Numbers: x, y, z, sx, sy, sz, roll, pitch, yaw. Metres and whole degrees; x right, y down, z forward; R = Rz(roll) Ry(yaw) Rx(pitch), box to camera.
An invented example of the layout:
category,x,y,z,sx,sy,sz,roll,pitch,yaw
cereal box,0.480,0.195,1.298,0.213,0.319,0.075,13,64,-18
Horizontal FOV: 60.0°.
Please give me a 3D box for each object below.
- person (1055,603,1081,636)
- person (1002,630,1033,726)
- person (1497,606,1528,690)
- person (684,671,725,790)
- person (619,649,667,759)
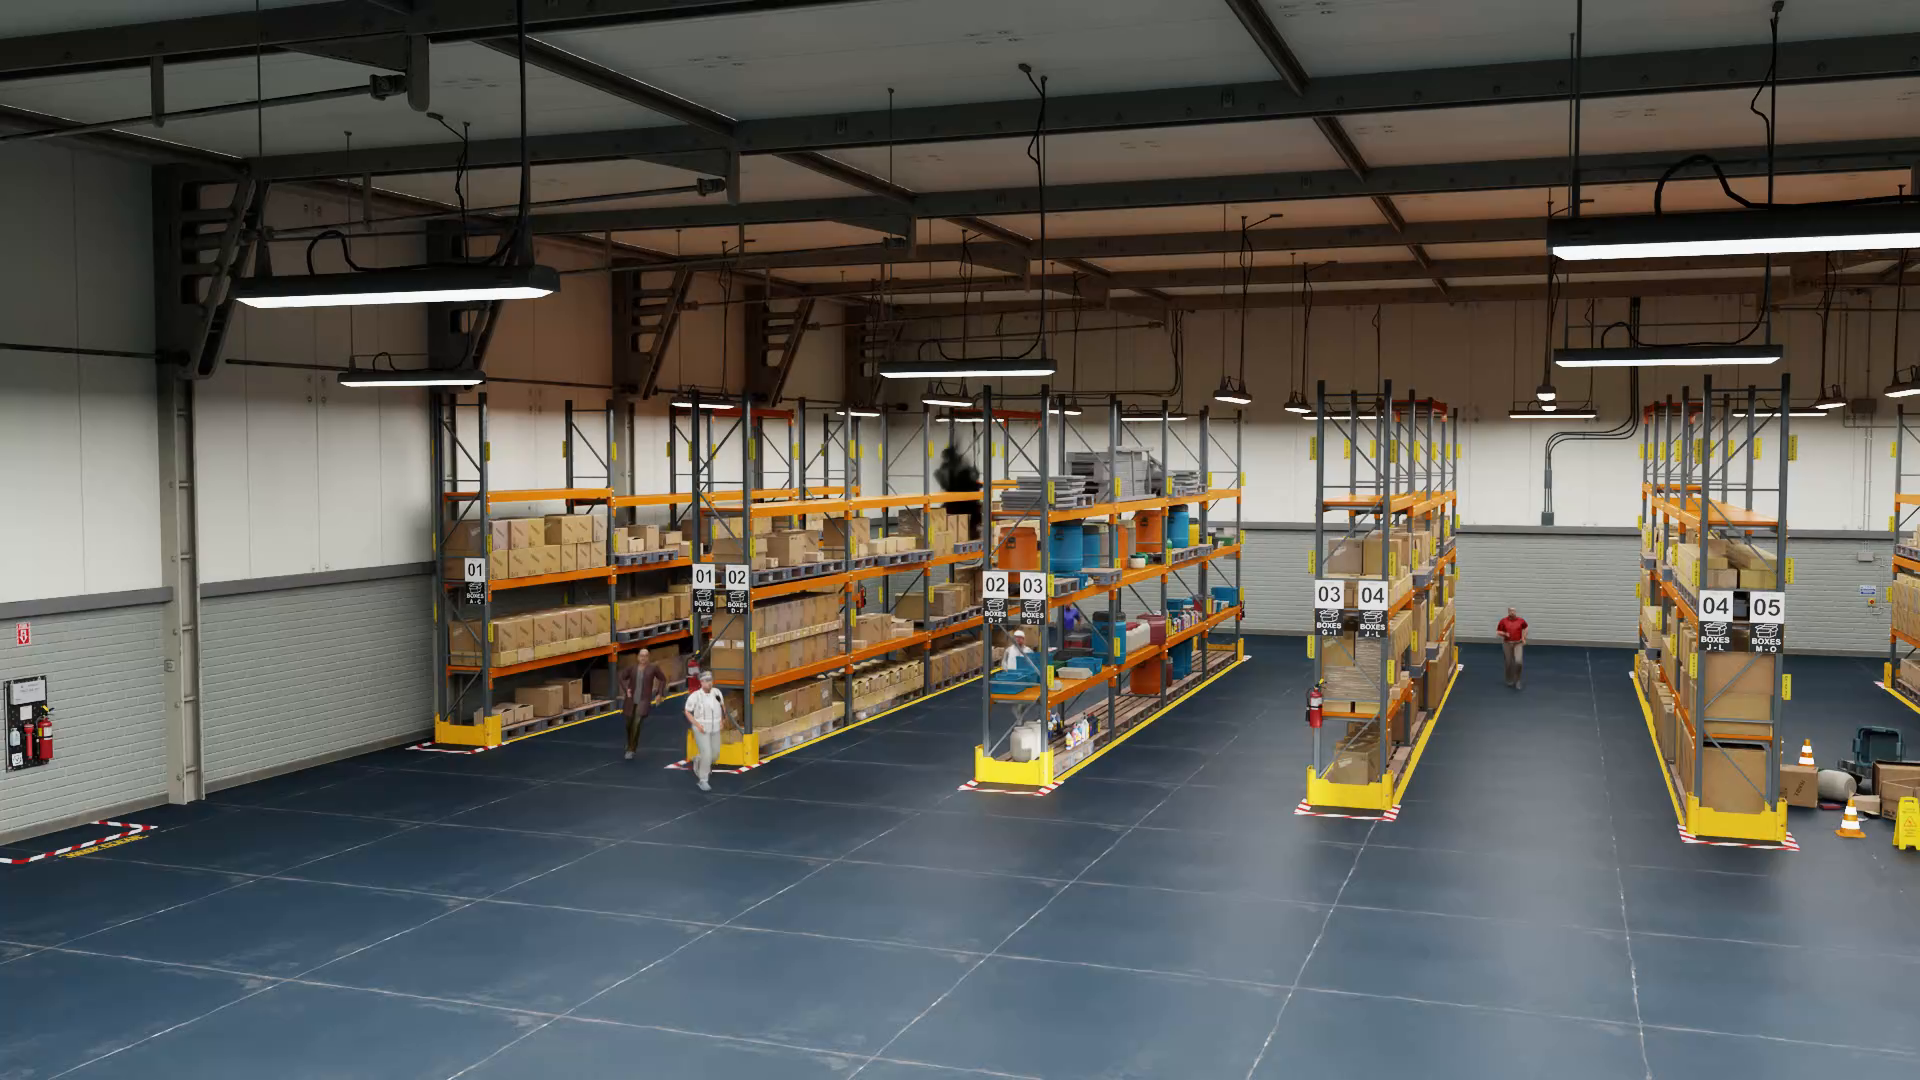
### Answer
category,x,y,z,sx,sy,sz,roll,pitch,yaw
person,2.440,2.173,37.671,0.582,1.636,0.872,0,3,6
person,1.083,2.520,30.530,0.659,1.729,0.586,0,3,8
person,11.677,2.290,35.156,0.638,1.787,0.767,1,3,17
person,-3.819,2.817,24.837,0.675,1.773,0.676,-2,4,-37
person,-5.225,2.657,27.318,0.769,1.753,0.969,0,3,2
